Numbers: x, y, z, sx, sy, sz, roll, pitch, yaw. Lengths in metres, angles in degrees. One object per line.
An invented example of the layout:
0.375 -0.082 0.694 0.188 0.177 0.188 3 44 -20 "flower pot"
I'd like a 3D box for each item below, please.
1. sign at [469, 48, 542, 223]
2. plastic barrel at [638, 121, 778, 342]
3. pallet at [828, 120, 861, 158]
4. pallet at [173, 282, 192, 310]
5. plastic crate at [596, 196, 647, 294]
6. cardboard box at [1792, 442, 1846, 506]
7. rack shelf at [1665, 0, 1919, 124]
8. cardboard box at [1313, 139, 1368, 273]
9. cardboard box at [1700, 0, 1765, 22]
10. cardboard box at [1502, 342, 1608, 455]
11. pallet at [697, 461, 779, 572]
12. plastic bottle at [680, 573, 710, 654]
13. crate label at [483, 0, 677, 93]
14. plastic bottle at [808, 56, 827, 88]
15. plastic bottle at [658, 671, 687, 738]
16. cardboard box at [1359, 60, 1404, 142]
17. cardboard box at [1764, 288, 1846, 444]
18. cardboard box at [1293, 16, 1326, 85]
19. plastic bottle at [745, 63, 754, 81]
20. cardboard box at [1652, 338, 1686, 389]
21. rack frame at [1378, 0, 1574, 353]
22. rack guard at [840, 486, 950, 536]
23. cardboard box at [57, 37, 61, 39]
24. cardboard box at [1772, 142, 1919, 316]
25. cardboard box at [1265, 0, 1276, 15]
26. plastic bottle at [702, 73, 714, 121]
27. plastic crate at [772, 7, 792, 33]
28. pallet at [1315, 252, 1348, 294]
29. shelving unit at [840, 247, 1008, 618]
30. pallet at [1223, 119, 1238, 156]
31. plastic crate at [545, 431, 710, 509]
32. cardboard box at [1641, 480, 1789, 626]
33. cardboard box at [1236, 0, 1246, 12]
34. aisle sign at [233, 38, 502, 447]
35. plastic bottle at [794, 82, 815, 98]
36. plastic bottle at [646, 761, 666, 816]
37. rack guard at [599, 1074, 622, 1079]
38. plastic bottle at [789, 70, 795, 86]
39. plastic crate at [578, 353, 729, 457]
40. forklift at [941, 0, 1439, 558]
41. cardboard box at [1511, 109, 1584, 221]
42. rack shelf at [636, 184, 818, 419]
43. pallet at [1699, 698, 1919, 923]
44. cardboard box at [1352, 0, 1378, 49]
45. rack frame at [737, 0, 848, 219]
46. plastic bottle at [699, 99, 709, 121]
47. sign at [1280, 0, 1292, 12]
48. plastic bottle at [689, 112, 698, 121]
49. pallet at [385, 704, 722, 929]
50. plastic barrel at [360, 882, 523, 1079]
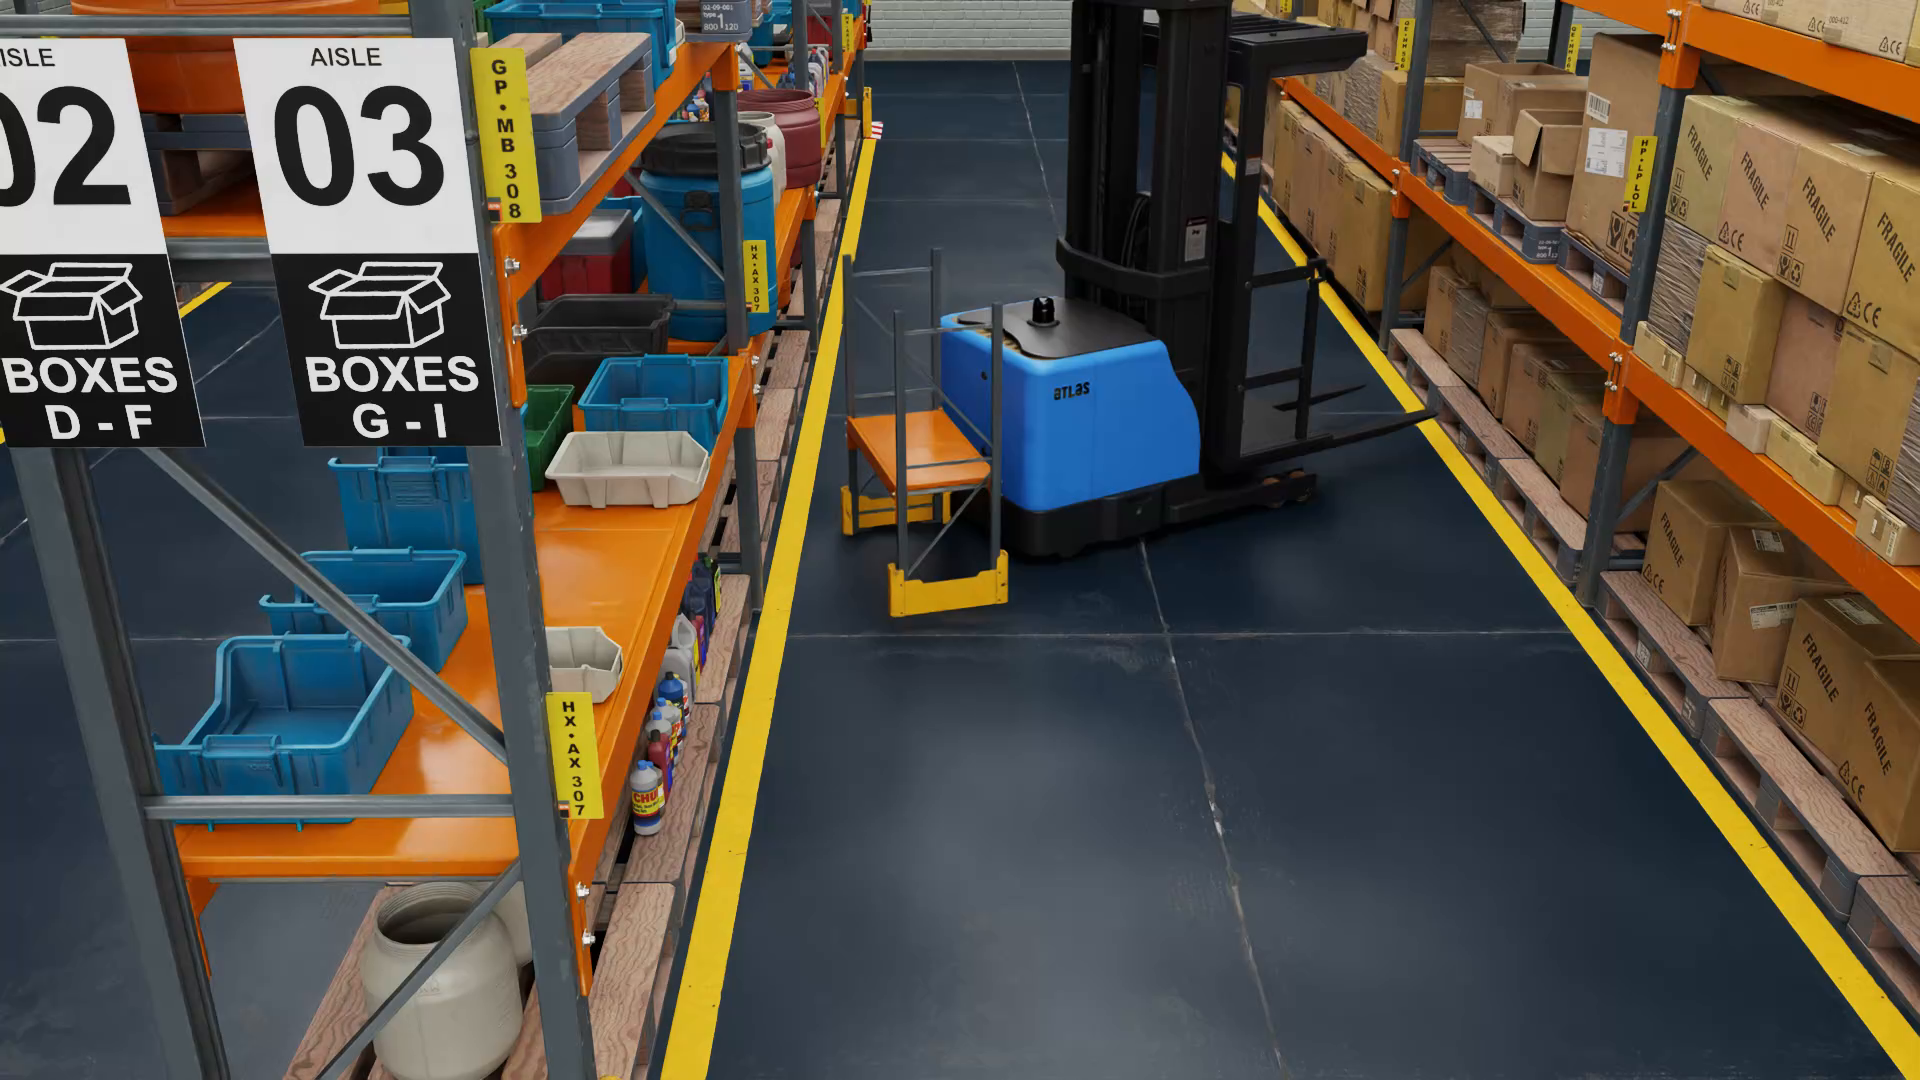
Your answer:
-0.857 -0.762 3.144 0.100 0.325 0.005 0 24 -1 "sign"
-1.152 -1.428 7.658 0.600 0.901 0.708 0 24 -1 "plastic barrel"
-1.612 -4.373 18.162 1.003 0.211 1.213 0 24 -1 "pallet"
-6.418 -1.703 12.260 1.003 0.211 1.213 0 24 -1 "pallet"
-1.774 -1.485 8.412 0.392 0.384 0.575 0 24 -1 "plastic crate"
3.233 -0.238 5.942 0.380 0.149 0.250 0 24 -1 "cardboard box"
3.523 -1.276 5.164 1.077 0.370 4.000 0 24 -1 "rack shelf"
3.469 -2.584 12.893 1.225 0.875 0.875 0 24 0 "cardboard box"
3.250 -2.173 6.456 0.500 0.250 0.500 -1 24 -3 "cardboard box"
3.523 -0.803 9.384 0.700 0.500 0.500 -2 24 -5 "cardboard box"
-1.499 -0.092 8.696 1.003 0.211 1.213 0 24 -1 "pallet"
-1.154 0.311 7.103 0.144 0.351 0.185 -1 24 -3 "plastic bottle"
-1.098 -1.462 4.883 0.502 0.251 0.408 0 24 -1 "crate label"
-1.207 -3.967 14.032 0.152 0.276 0.135 0 24 -1 "plastic bottle"
-1.123 0.638 6.477 0.097 0.271 0.097 0 24 0 "plastic bottle"
3.205 -3.162 11.981 0.500 0.500 0.500 0 24 -1 "cardboard box"
3.521 -0.645 6.053 0.875 0.500 0.500 0 24 -1 "cardboard box"
3.169 -4.212 14.302 0.500 0.500 0.500 0 24 0 "cardboard box"
-1.786 -3.910 13.996 0.097 0.201 0.097 0 24 0 "plastic bottle"
3.193 -0.753 7.081 0.380 0.149 0.250 0 24 -1 "cardboard box"
3.458 -2.709 11.100 1.000 3.000 0.127 0 24 -1 "rack frame"
-0.341 -0.185 8.856 0.587 0.250 0.087 -7 25 -15 "rack guard"
-6.567 -3.162 11.471 0.700 0.500 0.500 -9 26 -18 "cardboard box"
3.264 -1.099 5.844 0.500 0.500 0.500 0 24 -1 "cardboard box"
3.141 -5.161 15.432 0.500 0.500 0.500 0 24 0 "cardboard box"
-1.898 -3.366 12.612 0.144 0.351 0.185 0 24 -1 "plastic bottle"
-1.894 -5.289 16.934 0.416 0.233 0.300 0 24 -1 "plastic crate"
3.514 -2.265 13.503 1.003 0.211 1.213 0 24 -1 "pallet"
-0.199 -0.558 8.163 0.587 1.500 1.083 -7 25 -15 "shelving unit"
3.458 -4.406 18.236 1.003 0.211 1.213 0 24 -1 "pallet"
-1.180 -0.251 5.984 0.530 0.136 0.437 0 24 -1 "plastic crate"
3.466 0.052 7.519 0.500 0.500 0.500 -1 24 -2 "cardboard box"
3.120 -5.453 16.987 0.500 0.250 0.500 -1 24 -2 "cardboard box"
-1.114 -0.547 3.164 0.394 0.787 0.004 0 24 -1 "aisle sign"
-1.191 -3.382 12.737 0.152 0.276 0.135 0 24 -1 "plastic bottle"
-1.117 0.893 5.997 0.097 0.201 0.097 0 24 0 "plastic bottle"
-1.455 1.717 4.346 1.175 0.500 0.348 0 24 -1 "rack guard"
-1.322 -3.598 13.221 0.097 0.271 0.097 0 24 0 "plastic bottle"
-1.168 -0.516 6.432 0.499 0.251 0.616 0 24 -1 "plastic crate"
1.381 -1.680 8.908 3.031 2.935 1.130 -14 28 -28 "forklift"
3.390 -2.013 8.926 0.797 0.503 0.637 2 24 5 "cardboard box"
-1.473 -1.535 9.377 1.077 0.370 4.000 0 24 -1 "rack shelf"
3.560 0.990 6.305 1.003 0.211 1.213 0 24 -1 "pallet"
3.448 -4.058 12.744 0.797 0.503 0.637 1 24 1 "cardboard box"
-1.538 -4.335 14.695 1.000 3.000 0.127 0 24 -1 "rack frame"
-1.919 -3.185 12.393 0.097 0.201 0.097 0 24 0 "plastic bottle"
2.859 -4.785 14.543 0.100 0.325 0.005 0 24 -1 "sign"
-1.912 -2.944 11.860 0.097 0.201 0.097 0 24 0 "plastic bottle"
-1.469 1.013 6.255 1.003 0.211 1.213 0 24 -1 "pallet"
-1.491 1.281 4.787 0.421 0.512 0.421 0 24 0 "plastic barrel"
